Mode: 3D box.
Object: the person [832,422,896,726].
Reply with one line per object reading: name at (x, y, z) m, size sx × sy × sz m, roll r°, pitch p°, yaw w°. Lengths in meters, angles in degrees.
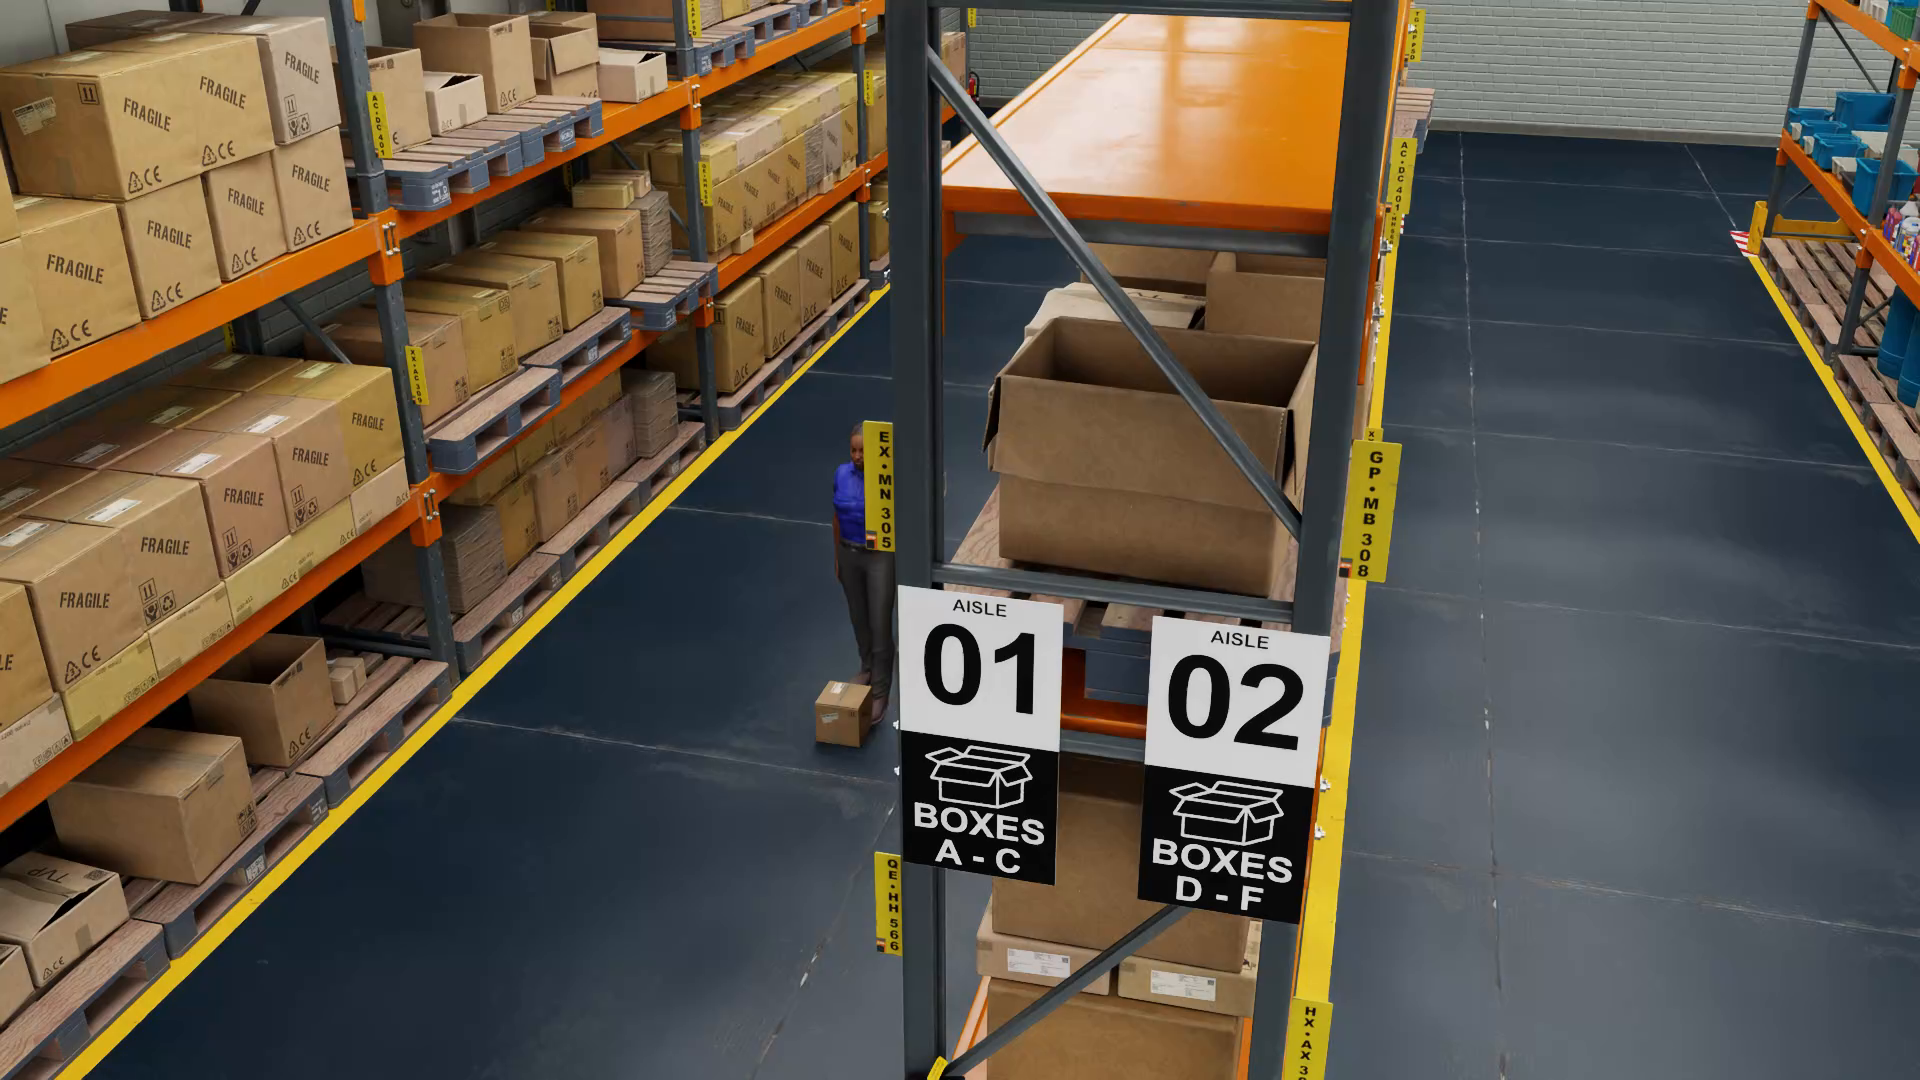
person at (-0.558, 0.167, 9.242) m, size 0.489 × 1.654 × 0.603 m, roll 11°, pitch 28°, yaw 22°
